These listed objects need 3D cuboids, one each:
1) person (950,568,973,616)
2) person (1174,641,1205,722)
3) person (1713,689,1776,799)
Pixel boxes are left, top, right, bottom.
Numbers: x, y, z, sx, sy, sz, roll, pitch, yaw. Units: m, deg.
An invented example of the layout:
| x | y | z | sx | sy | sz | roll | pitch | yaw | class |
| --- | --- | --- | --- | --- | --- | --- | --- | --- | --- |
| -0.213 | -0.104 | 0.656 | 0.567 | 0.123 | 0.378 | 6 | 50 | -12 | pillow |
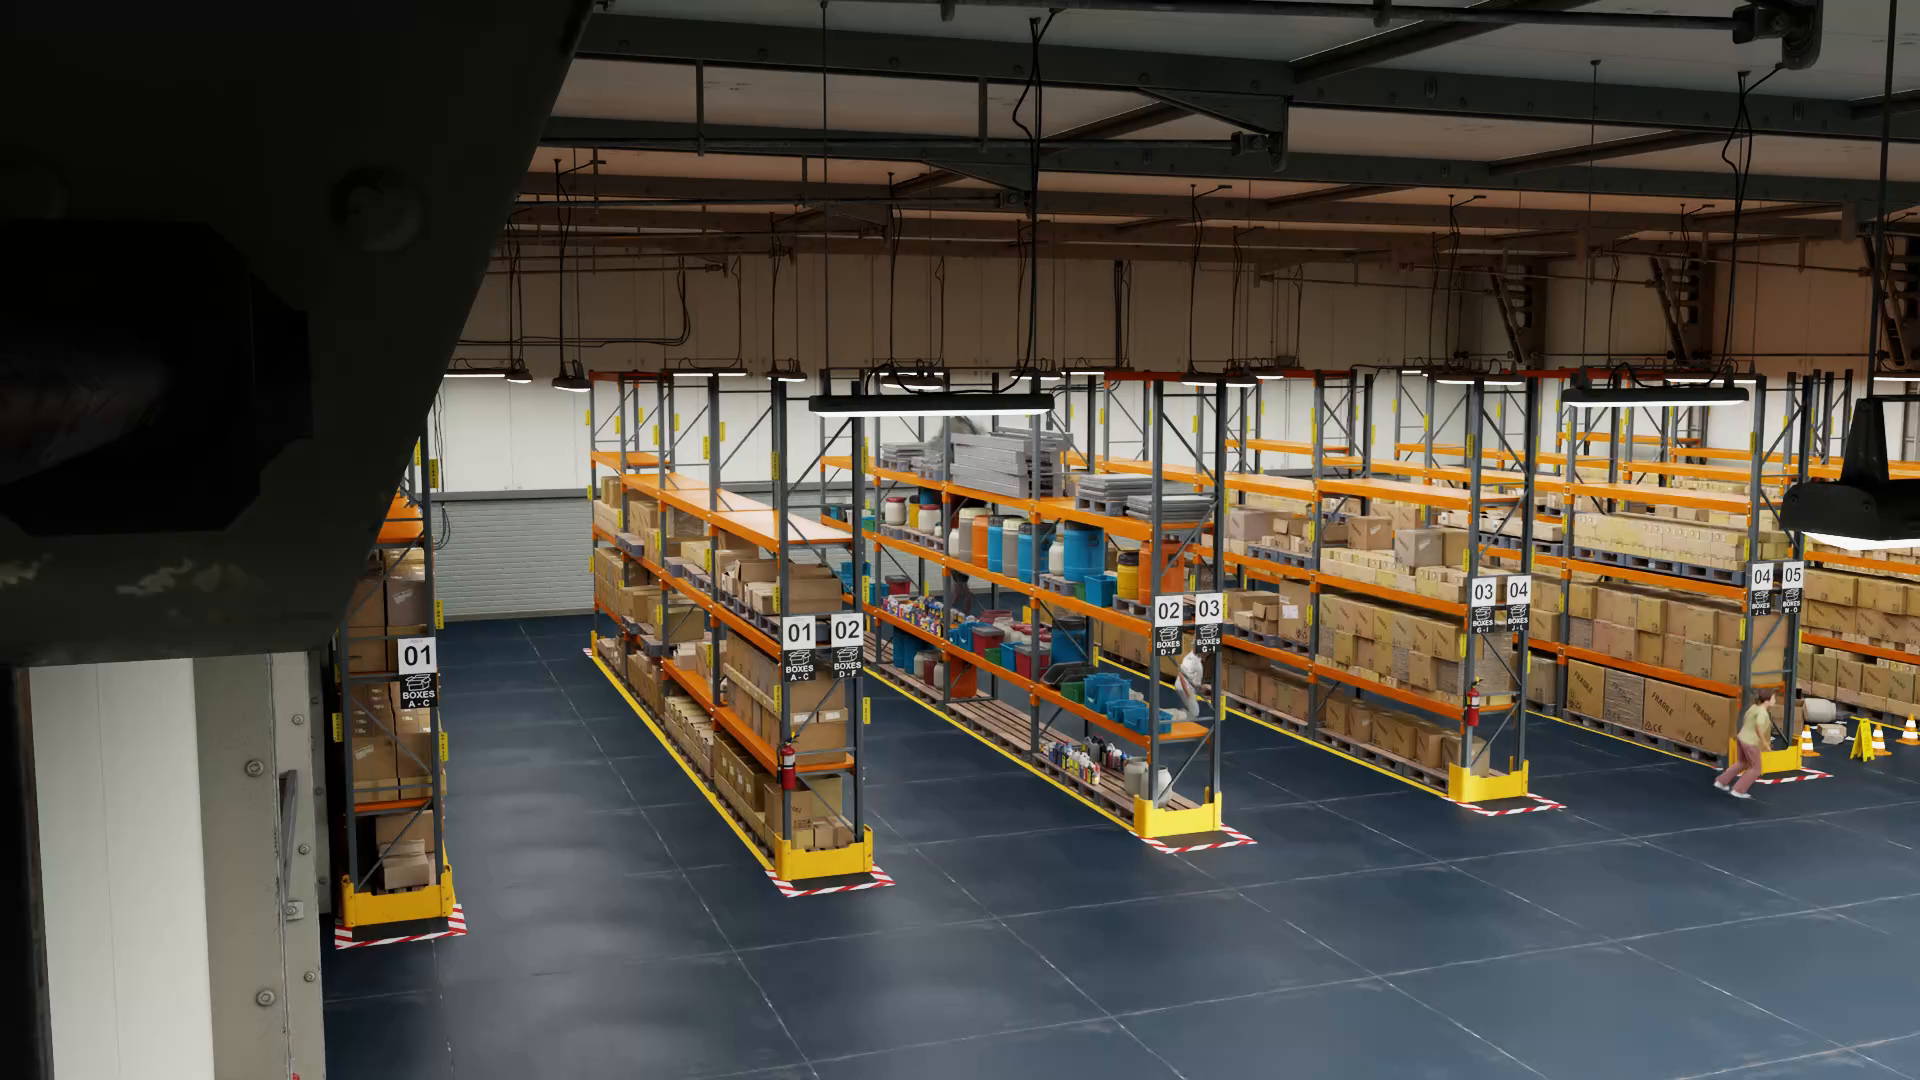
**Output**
| x | y | z | sx | sy | sz | roll | pitch | yaw | class |
| --- | --- | --- | --- | --- | --- | --- | --- | --- | --- |
| 0.011 | 1.057 | 39.617 | 0.848 | 1.782 | 0.645 | 0 | 6 | 2 | person |
| 3.775 | 2.454 | 27.387 | 0.601 | 1.685 | 0.679 | 3 | 7 | 27 | person |
| 11.195 | 2.878 | 23.705 | 0.724 | 1.545 | 0.572 | 1 | 6 | 8 | person |
